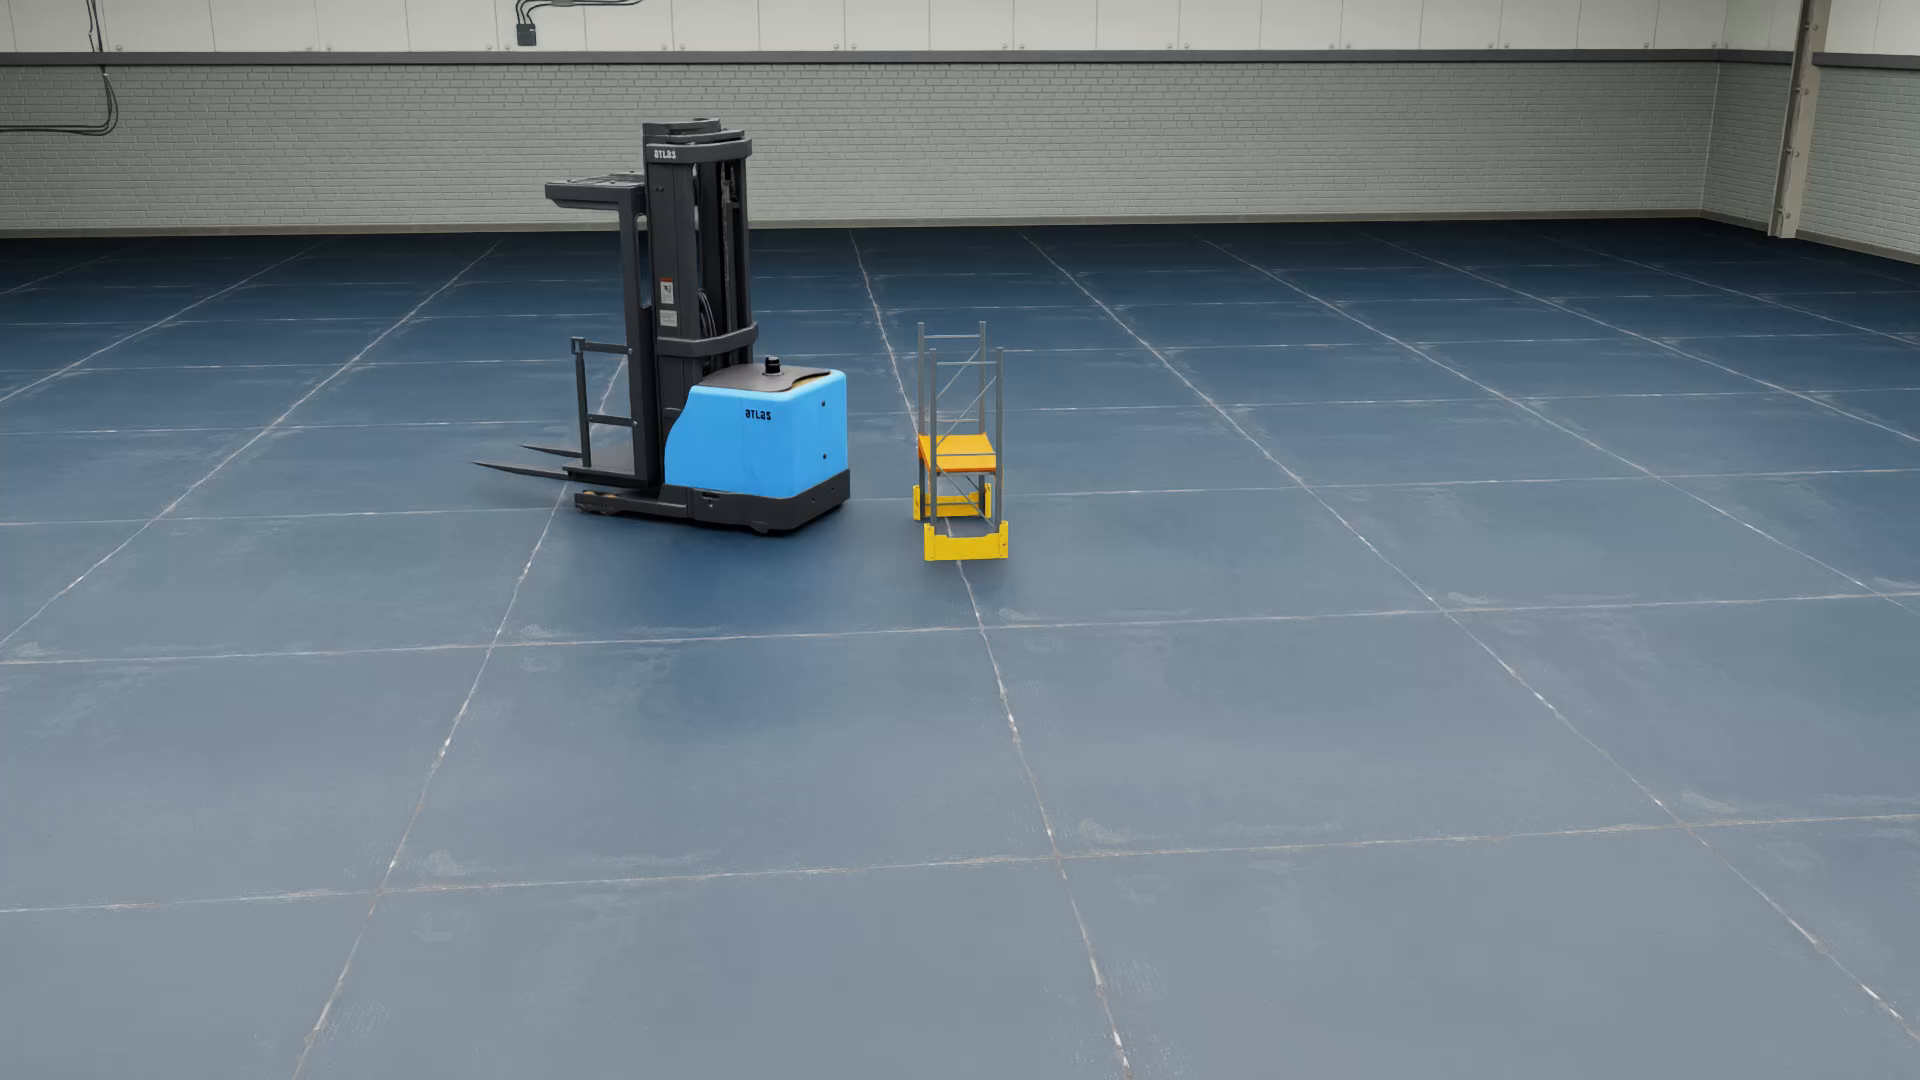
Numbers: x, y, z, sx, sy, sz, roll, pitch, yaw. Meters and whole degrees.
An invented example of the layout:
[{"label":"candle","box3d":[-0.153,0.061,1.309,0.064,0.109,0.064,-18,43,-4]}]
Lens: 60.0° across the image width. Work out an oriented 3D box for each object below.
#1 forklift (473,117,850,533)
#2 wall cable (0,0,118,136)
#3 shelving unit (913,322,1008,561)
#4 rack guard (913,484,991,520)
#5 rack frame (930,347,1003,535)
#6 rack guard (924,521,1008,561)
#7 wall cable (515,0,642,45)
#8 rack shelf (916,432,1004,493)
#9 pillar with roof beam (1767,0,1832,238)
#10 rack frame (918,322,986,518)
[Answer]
[{"label":"forklift","box3d":[-2.420,-1.720,12.762,3.031,2.935,1.130,8,19,23]},{"label":"wall cable","box3d":[-15.942,-8.067,28.033,3.097,2.526,0.112,-2,18,-6]},{"label":"shelving unit","box3d":[-0.008,-0.738,12.025,0.587,1.500,1.083,-2,18,-6]},{"label":"rack guard","box3d":[-0.059,-0.290,12.685,0.587,0.250,0.087,-2,18,-6]},{"label":"rack frame","box3d":[0.044,-0.590,11.551,0.500,1.500,0.032,-2,18,-6]},{"label":"rack guard","box3d":[0.044,0.006,11.739,0.587,0.250,0.087,-2,18,-6]},{"label":"wall cable","box3d":[-6.498,-11.459,27.977,2.305,6.003,0.169,-2,18,-6]},{"label":"rack shelf","box3d":[-0.009,-0.569,12.087,0.538,0.185,1.000,-2,18,-6]},{"label":"pillar with roof beam","box3d":[10.096,-9.470,27.318,9.100,9.000,0.400,-2,18,-6]},{"label":"rack frame","box3d":[-0.061,-0.892,12.516,0.500,1.500,0.032,-2,18,-6]}]
